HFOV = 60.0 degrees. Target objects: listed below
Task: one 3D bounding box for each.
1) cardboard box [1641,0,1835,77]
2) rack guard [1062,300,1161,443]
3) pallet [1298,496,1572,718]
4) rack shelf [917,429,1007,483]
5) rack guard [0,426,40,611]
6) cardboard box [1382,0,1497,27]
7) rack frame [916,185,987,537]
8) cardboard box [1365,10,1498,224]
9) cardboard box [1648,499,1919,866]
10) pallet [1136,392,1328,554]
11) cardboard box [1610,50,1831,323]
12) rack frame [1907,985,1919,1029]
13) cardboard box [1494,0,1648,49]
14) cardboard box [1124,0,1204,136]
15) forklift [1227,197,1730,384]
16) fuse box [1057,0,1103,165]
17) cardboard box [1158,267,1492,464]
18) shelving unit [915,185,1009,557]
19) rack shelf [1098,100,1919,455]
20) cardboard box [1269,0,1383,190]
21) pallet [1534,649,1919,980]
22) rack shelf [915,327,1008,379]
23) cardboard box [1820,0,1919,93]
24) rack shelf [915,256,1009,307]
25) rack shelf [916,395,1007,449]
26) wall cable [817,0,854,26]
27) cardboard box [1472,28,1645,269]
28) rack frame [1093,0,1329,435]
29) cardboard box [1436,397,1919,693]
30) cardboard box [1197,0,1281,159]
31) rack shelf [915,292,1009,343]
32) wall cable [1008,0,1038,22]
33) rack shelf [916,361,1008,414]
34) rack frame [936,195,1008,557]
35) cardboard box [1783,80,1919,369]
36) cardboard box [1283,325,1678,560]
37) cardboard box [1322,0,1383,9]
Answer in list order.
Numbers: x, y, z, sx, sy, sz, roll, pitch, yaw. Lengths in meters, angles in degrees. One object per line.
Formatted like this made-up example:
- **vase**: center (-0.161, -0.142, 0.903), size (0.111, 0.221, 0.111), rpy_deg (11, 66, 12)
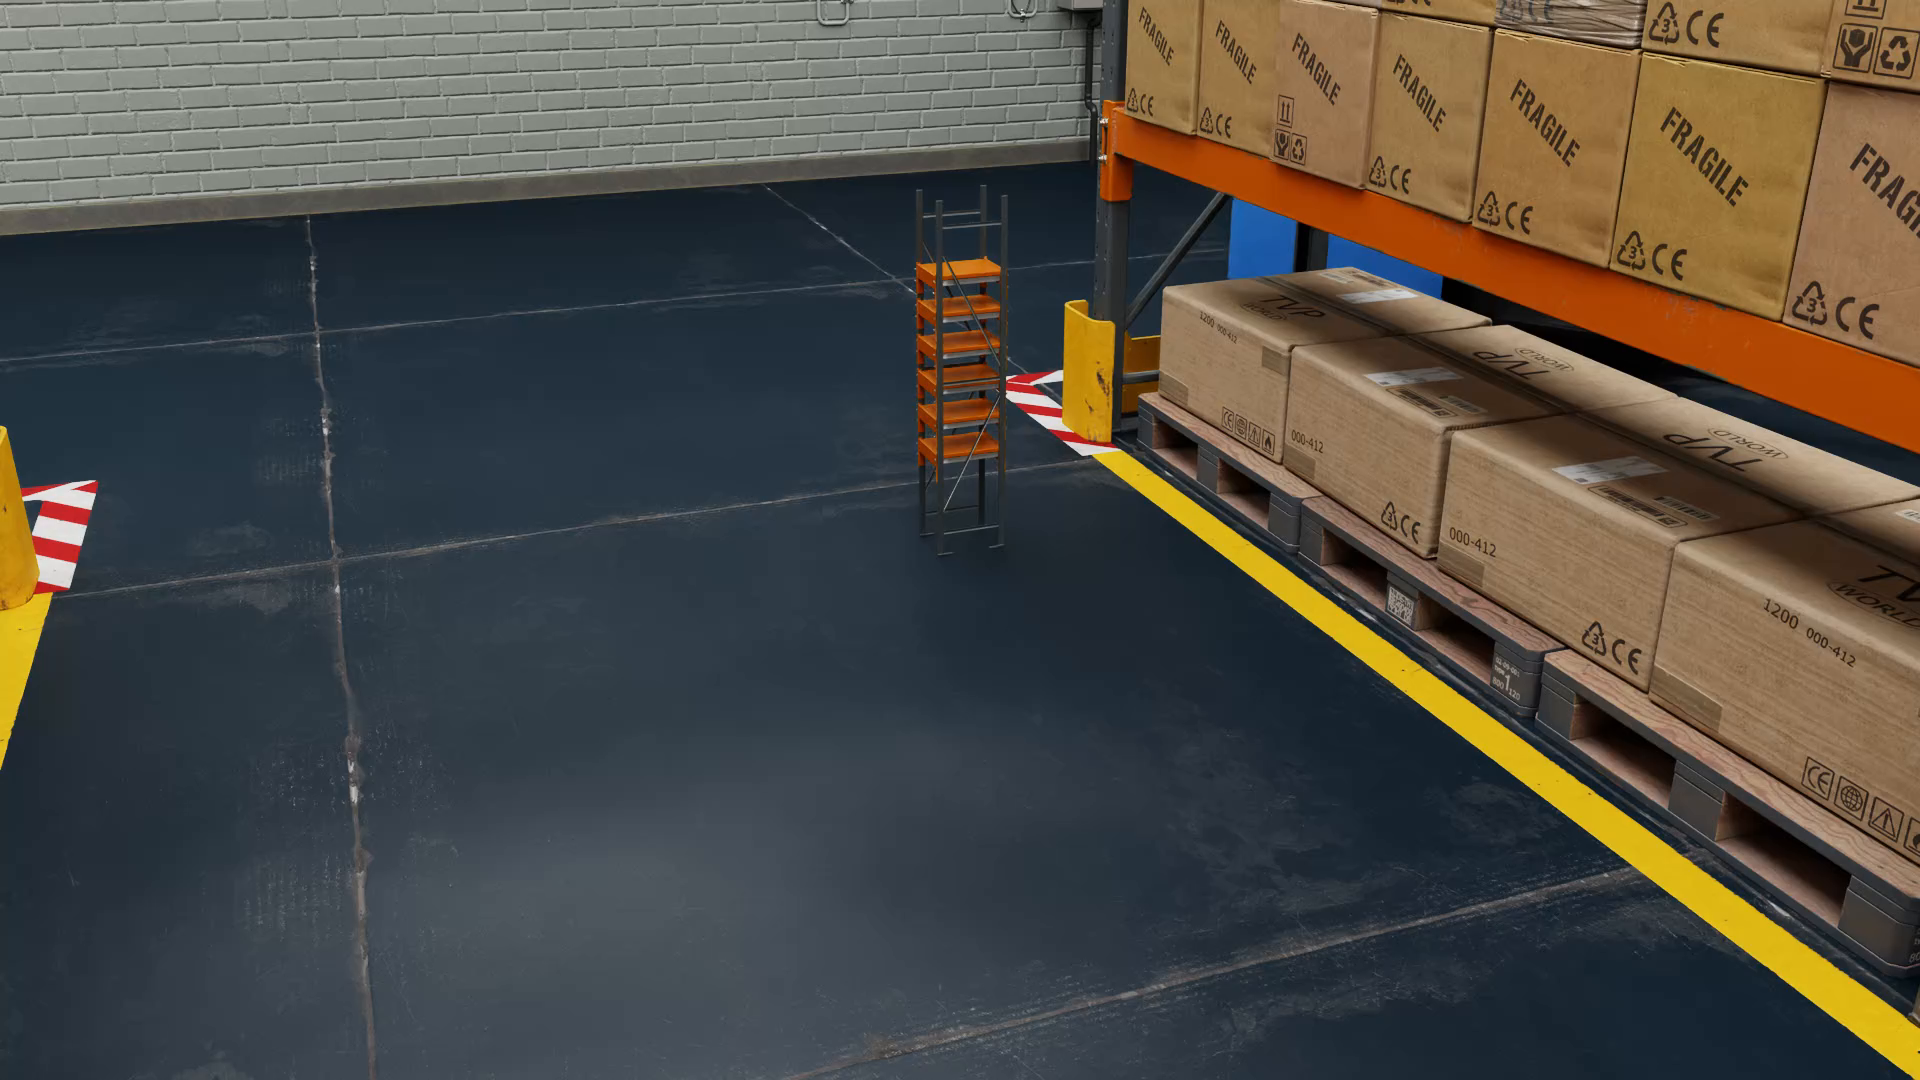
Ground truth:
- **cardboard box**: center (1.838, -1.269, 3.483), size (0.500, 0.500, 0.500), rpy_deg (-9, 24, -20)
- **rack guard**: center (1.013, -0.753, 6.894), size (1.175, 0.500, 0.348), rpy_deg (-8, 24, -19)
- **pallet**: center (1.804, 0.111, 5.216), size (1.003, 0.211, 1.213), rpy_deg (-8, 24, -19)
- **rack shelf**: center (0.005, -0.286, 5.615), size (0.258, 0.103, 0.180), rpy_deg (-8, 24, -19)
- **rack guard**: center (-3.547, -0.001, 5.109), size (1.175, 0.500, 0.348), rpy_deg (-8, 24, -19)
- **cardboard box**: center (1.480, -1.636, 4.354), size (0.500, 0.500, 0.500), rpy_deg (-8, 24, -19)
- **rack frame**: center (-0.027, -0.581, 5.583), size (0.240, 1.200, 0.006), rpy_deg (-8, 24, -19)
- **cardboard box**: center (1.482, -1.182, 4.563), size (0.500, 0.500, 0.500), rpy_deg (-8, 24, -17)
- **cardboard box**: center (2.313, 0.301, 3.932), size (0.875, 0.438, 0.875), rpy_deg (-9, 24, -20)
- **pallet**: center (1.377, -0.332, 6.266), size (1.003, 0.211, 1.213), rpy_deg (-8, 24, -19)
- **cardboard box**: center (1.844, -0.809, 3.678), size (0.500, 0.500, 0.500), rpy_deg (-9, 24, -20)
- **rack frame**: center (2.434, -0.443, 2.939), size (1.000, 3.000, 0.127), rpy_deg (-8, 24, -19)
- **cardboard box**: center (1.649, -1.453, 3.919), size (0.500, 0.500, 0.500), rpy_deg (-8, 24, -18)
- **cardboard box**: center (0.922, -1.729, 5.861), size (0.500, 0.500, 0.500), rpy_deg (-9, 24, -19)
- **forklift**: center (2.746, -2.097, 6.952), size (3.031, 2.935, 1.130), rpy_deg (15, 27, 31)
- **fuse box**: center (1.024, -3.584, 12.050), size (0.539, 1.711, 0.414), rpy_deg (-8, 24, -19)
- **cardboard box**: center (1.348, -0.683, 6.267), size (0.875, 0.438, 0.875), rpy_deg (-9, 25, -21)
- **shelving unit**: center (0.005, -0.548, 5.504), size (0.258, 1.200, 0.189), rpy_deg (-8, 24, -19)
- **rack shelf**: center (1.728, -0.838, 4.803), size (1.077, 0.370, 4.000), rpy_deg (-8, 24, -19)
- **cardboard box**: center (1.290, -1.362, 4.990), size (0.500, 0.500, 0.500), rpy_deg (-8, 24, -19)
- **pallet**: center (2.239, 0.555, 4.162), size (1.003, 0.211, 1.213), rpy_deg (-8, 24, -19)
- **rack shelf**: center (0.005, -0.617, 5.475), size (0.258, 0.103, 0.180), rpy_deg (-8, 24, -19)
- **cardboard box**: center (2.009, -1.084, 3.043), size (0.500, 0.500, 0.500), rpy_deg (-9, 24, -19)
- **rack shelf**: center (0.005, -0.838, 5.382), size (0.258, 0.103, 0.180), rpy_deg (-8, 24, -19)
- **rack shelf**: center (0.005, -0.396, 5.568), size (0.258, 0.103, 0.180), rpy_deg (-8, 24, -19)
- **wall cable**: center (-0.993, -4.425, 11.038), size (0.585, 1.953, 0.123), rpy_deg (-8, 24, -19)
- **cardboard box**: center (1.653, -0.990, 4.107), size (0.500, 0.500, 0.500), rpy_deg (-9, 24, -20)
- **rack frame**: center (1.021, -1.897, 6.388), size (1.000, 3.000, 0.127), rpy_deg (-8, 24, -19)
- **cardboard box**: center (1.996, -0.024, 4.703), size (0.875, 0.438, 0.875), rpy_deg (-9, 25, -21)
- **cardboard box**: center (1.127, -1.549, 5.434), size (0.500, 0.500, 0.500), rpy_deg (-9, 24, -20)
- **rack shelf**: center (0.005, -0.728, 5.429), size (0.258, 0.103, 0.180), rpy_deg (-8, 24, -19)
- **wall cable**: center (0.330, -4.609, 11.516), size (0.588, 1.984, 0.122), rpy_deg (-8, 24, -19)
- **rack shelf**: center (0.005, -0.507, 5.522), size (0.258, 0.103, 0.180), rpy_deg (-8, 24, -19)
- **rack frame**: center (0.037, -0.514, 5.426), size (0.240, 1.200, 0.006), rpy_deg (-8, 24, -19)
- **cardboard box**: center (2.031, -0.623, 3.237), size (0.500, 0.500, 0.500), rpy_deg (-8, 24, -19)
- **cardboard box**: center (1.679, -0.352, 5.481), size (0.875, 0.438, 0.875), rpy_deg (-8, 24, -18)
- **cardboard box**: center (1.302, -1.817, 4.783), size (0.500, 0.500, 0.500), rpy_deg (-9, 24, -19)
